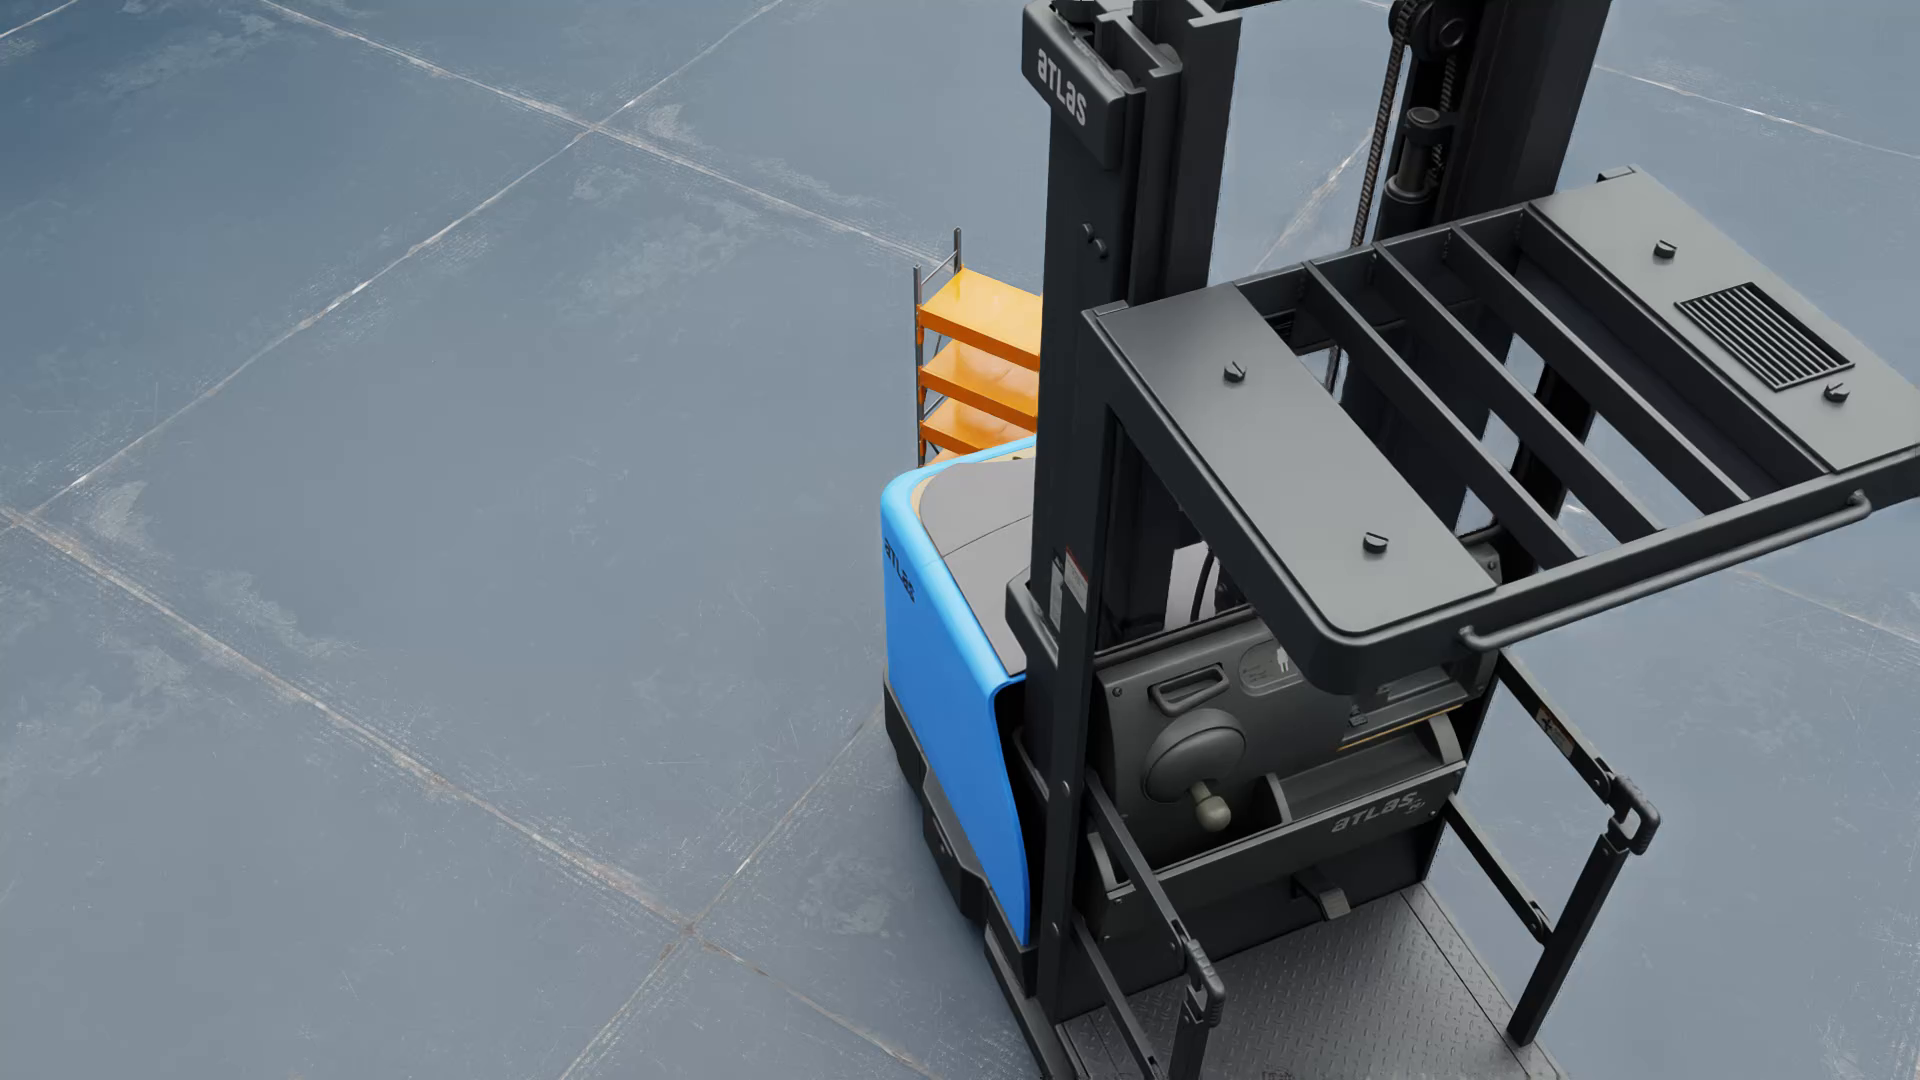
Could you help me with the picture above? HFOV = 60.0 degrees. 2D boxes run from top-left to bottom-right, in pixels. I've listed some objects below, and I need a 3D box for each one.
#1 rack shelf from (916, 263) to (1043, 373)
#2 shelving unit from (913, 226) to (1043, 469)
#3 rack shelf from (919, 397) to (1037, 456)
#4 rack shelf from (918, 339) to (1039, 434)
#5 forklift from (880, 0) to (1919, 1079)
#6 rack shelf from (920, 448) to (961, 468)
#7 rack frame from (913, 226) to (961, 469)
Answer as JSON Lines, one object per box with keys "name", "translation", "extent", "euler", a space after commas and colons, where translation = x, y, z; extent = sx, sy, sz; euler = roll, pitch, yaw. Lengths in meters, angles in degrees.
{"name": "rack shelf", "translation": [0.139, -0.628, 4.976], "extent": [0.480, 0.148, 0.258], "euler": [25, 51, 22]}
{"name": "shelving unit", "translation": [0.139, -0.354, 5.257], "extent": [0.503, 1.200, 0.258], "euler": [25, 51, 22]}
{"name": "rack shelf", "translation": [0.139, -0.307, 5.306], "extent": [0.480, 0.148, 0.258], "euler": [25, 51, 22]}
{"name": "rack shelf", "translation": [0.139, -0.463, 5.145], "extent": [0.480, 0.148, 0.258], "euler": [25, 51, 22]}
{"name": "forklift", "translation": [0.809, 0.405, 3.313], "extent": [1.130, 2.935, 3.031], "euler": [-17, 48, -16]}
{"name": "rack shelf", "translation": [0.139, -0.169, 5.448], "extent": [0.480, 0.148, 0.258], "euler": [25, 51, 22]}
{"name": "rack frame", "translation": [-0.066, -0.449, 5.349], "extent": [0.015, 1.200, 0.240], "euler": [25, 51, 22]}
